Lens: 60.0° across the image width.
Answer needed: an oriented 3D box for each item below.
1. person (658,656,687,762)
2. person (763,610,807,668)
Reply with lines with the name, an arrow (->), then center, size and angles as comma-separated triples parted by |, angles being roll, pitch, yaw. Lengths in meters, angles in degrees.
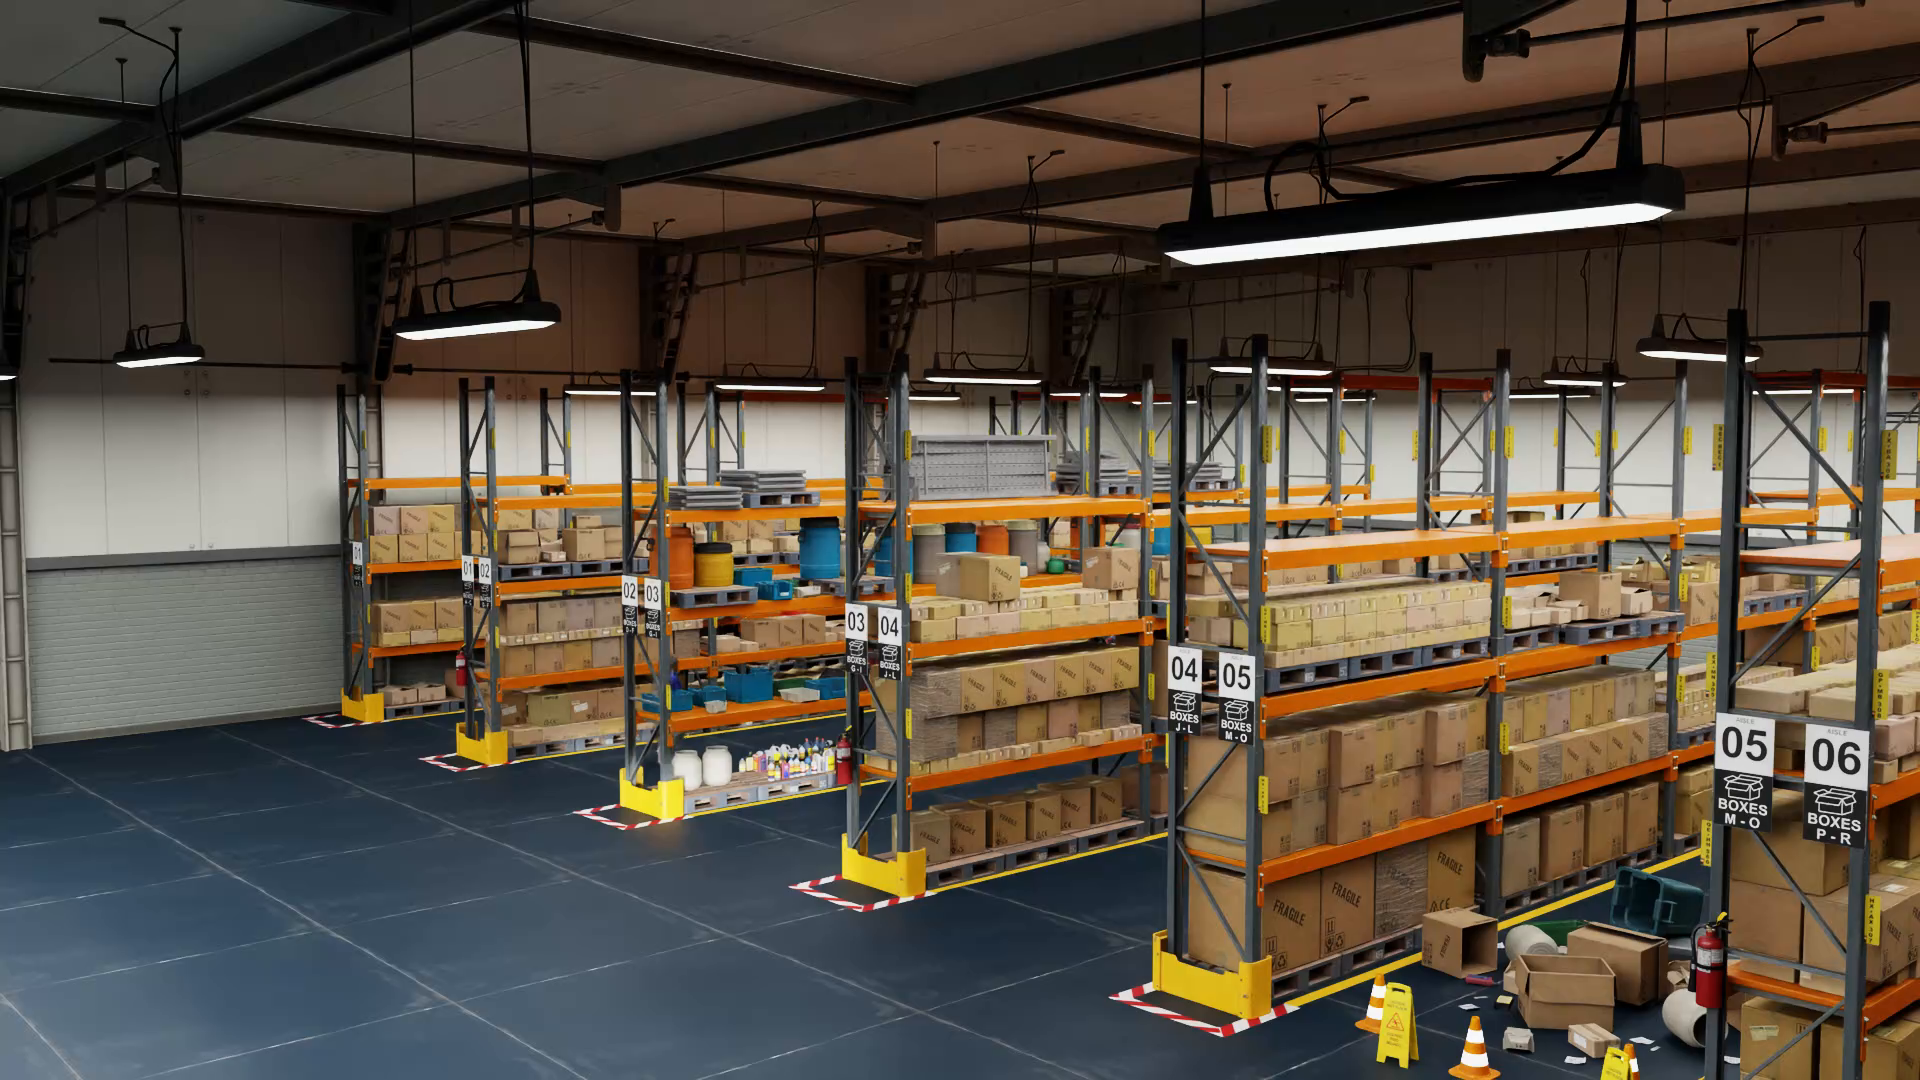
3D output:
person -> -4.520, 2.638, 25.858 | 0.456, 1.646, 0.506 | -2, 4, -31
person -> -3.575, 1.886, 34.316 | 0.547, 1.500, 0.996 | 3, 5, 35
